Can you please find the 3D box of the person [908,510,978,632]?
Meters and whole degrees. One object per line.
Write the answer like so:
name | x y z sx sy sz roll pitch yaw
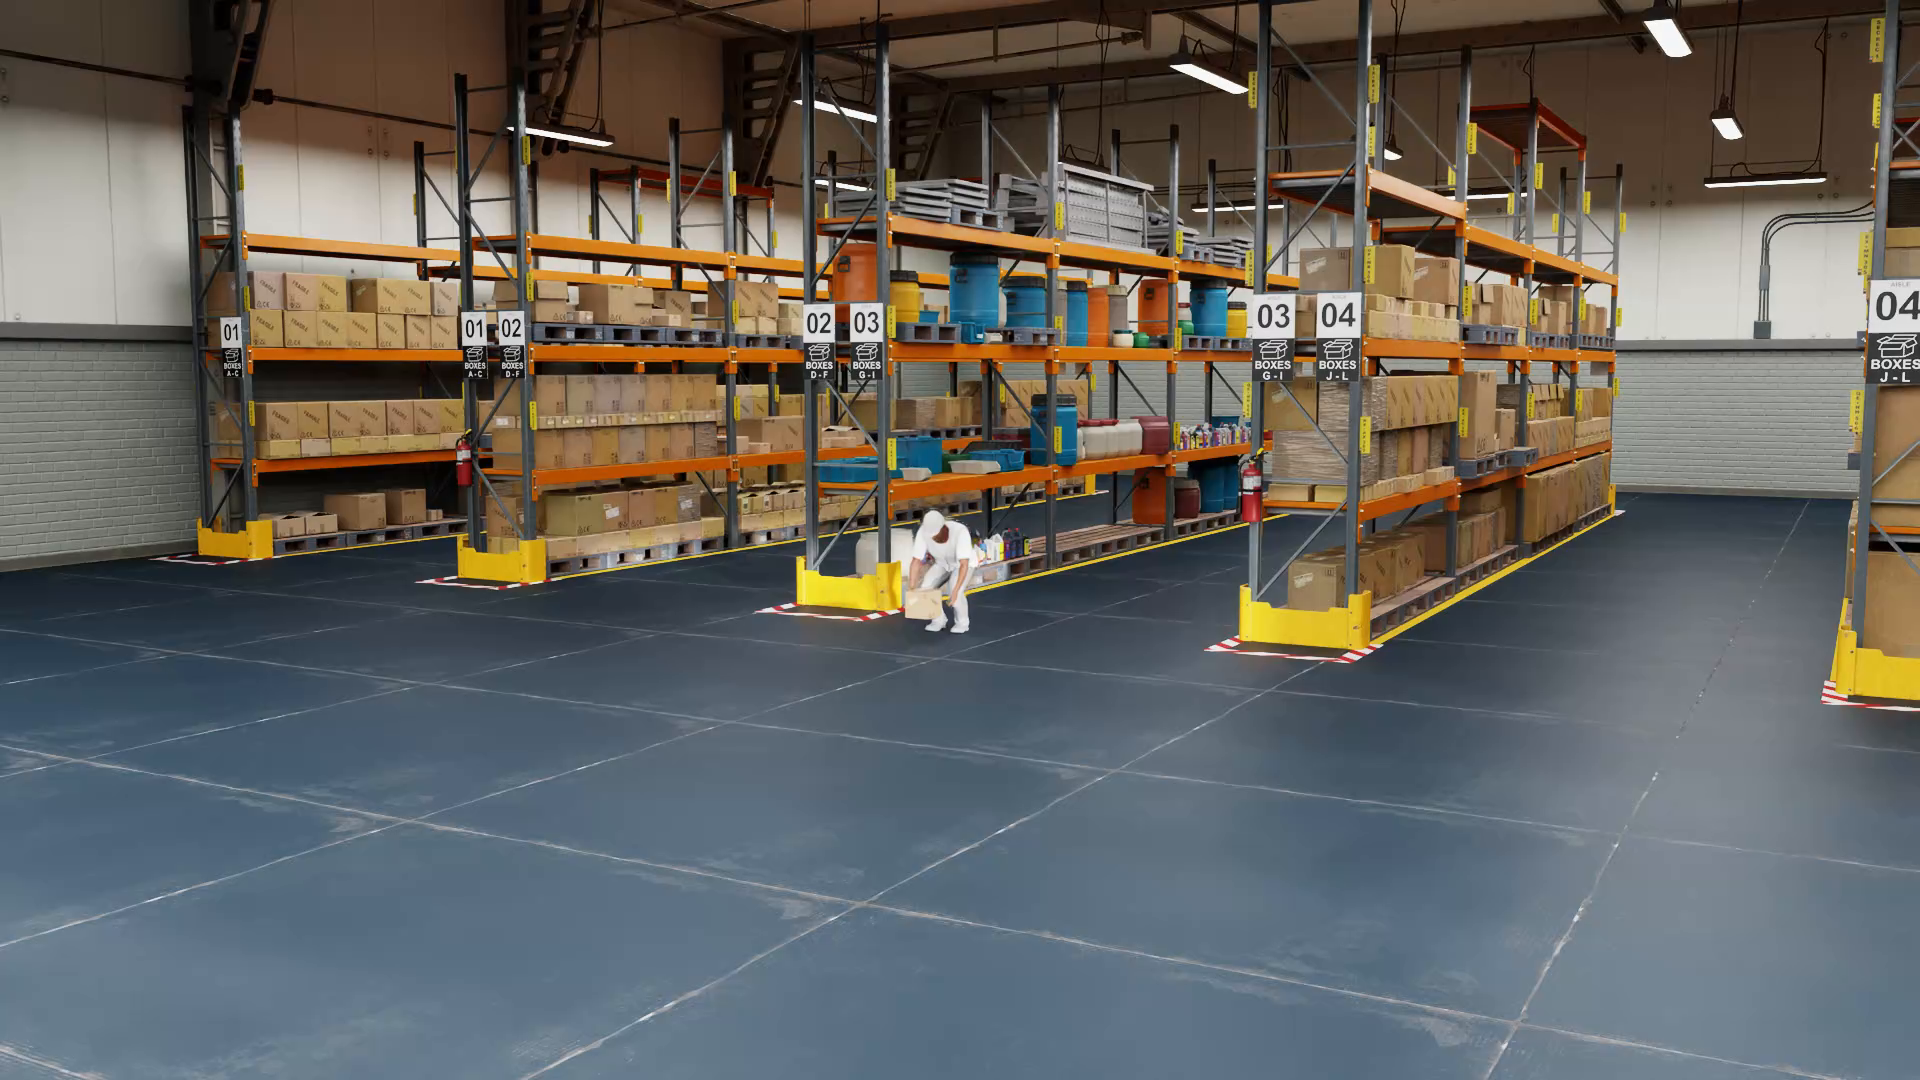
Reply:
person | -0.116 0.293 15.937 0.620 1.204 0.839 3 7 28
